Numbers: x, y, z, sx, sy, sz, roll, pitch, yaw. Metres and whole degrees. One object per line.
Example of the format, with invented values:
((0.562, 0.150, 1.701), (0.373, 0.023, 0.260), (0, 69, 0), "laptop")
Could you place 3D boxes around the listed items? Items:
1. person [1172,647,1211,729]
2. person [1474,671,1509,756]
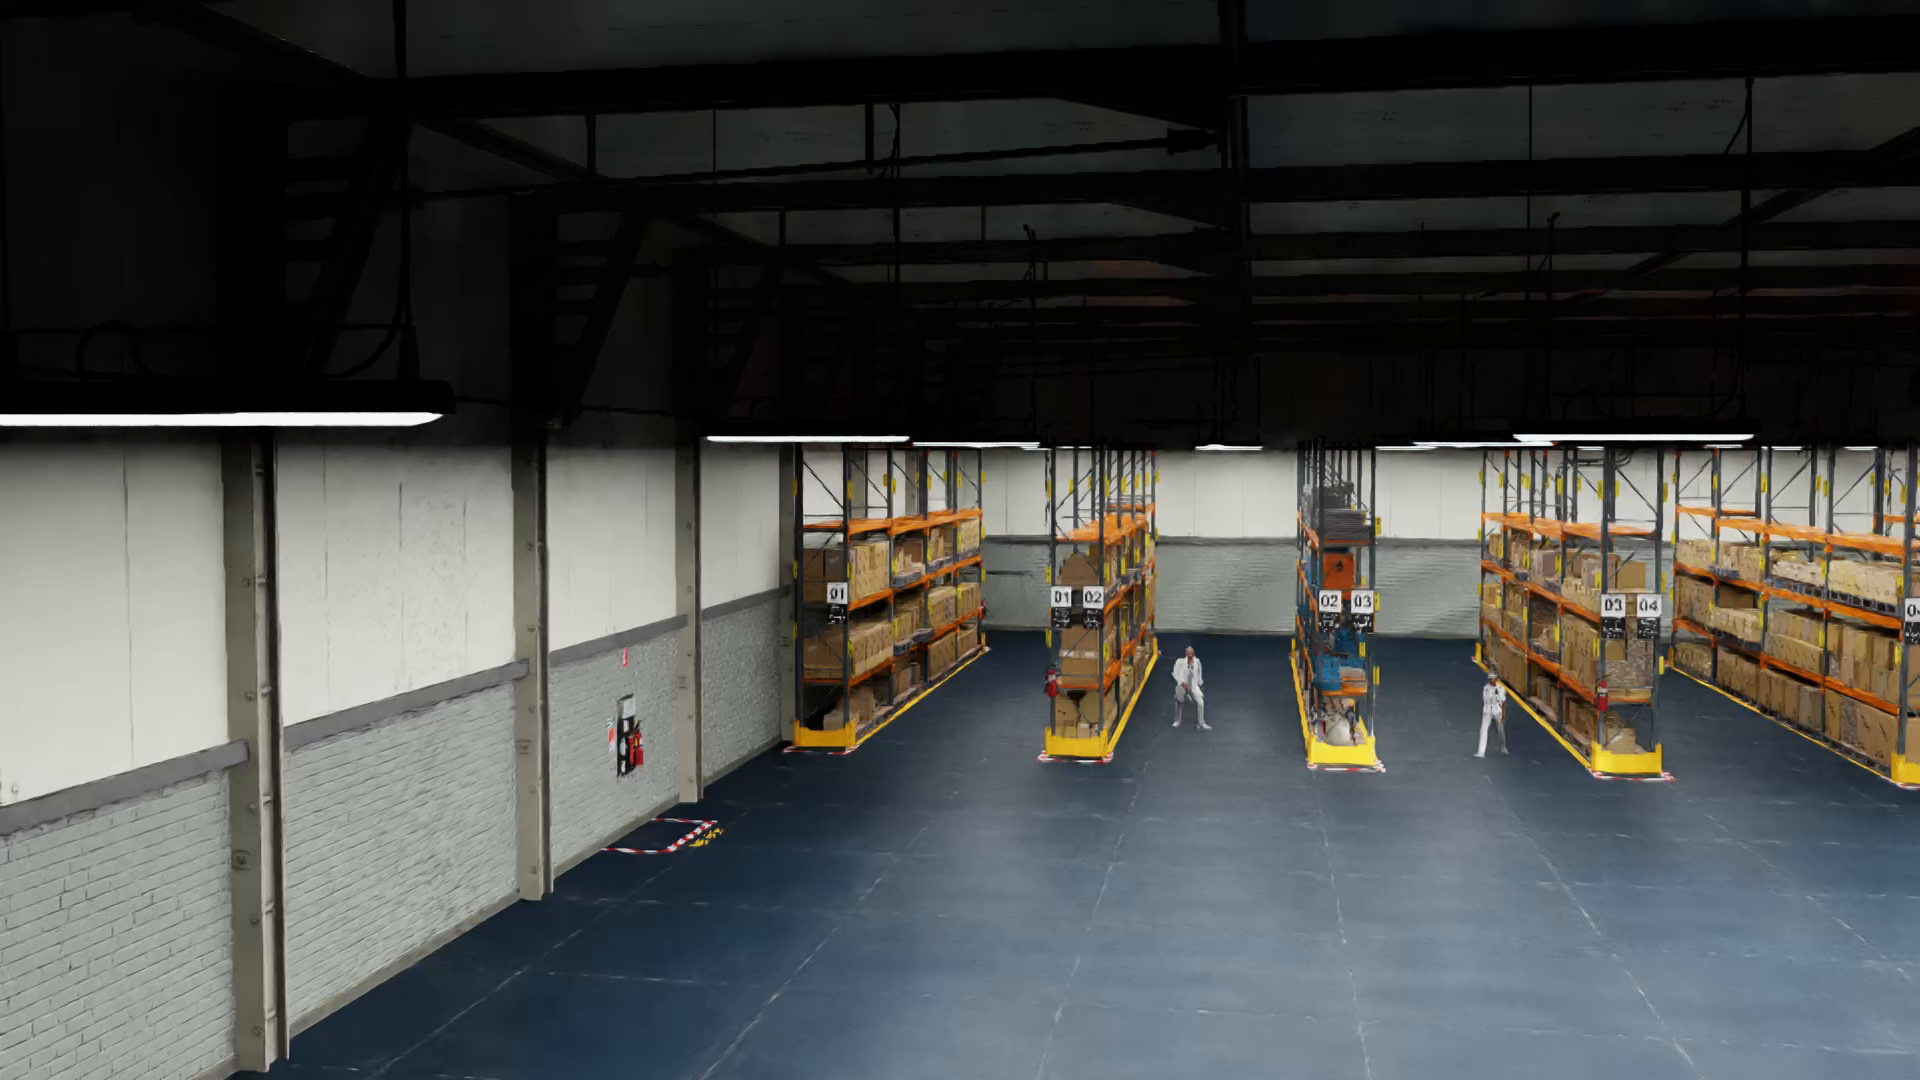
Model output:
((4.713, 3.041, 34.301), (0.738, 1.715, 0.881), (0, 3, -7), "person")
((10.030, 3.252, 31.283), (0.488, 1.624, 0.935), (2, 4, 34), "person")
